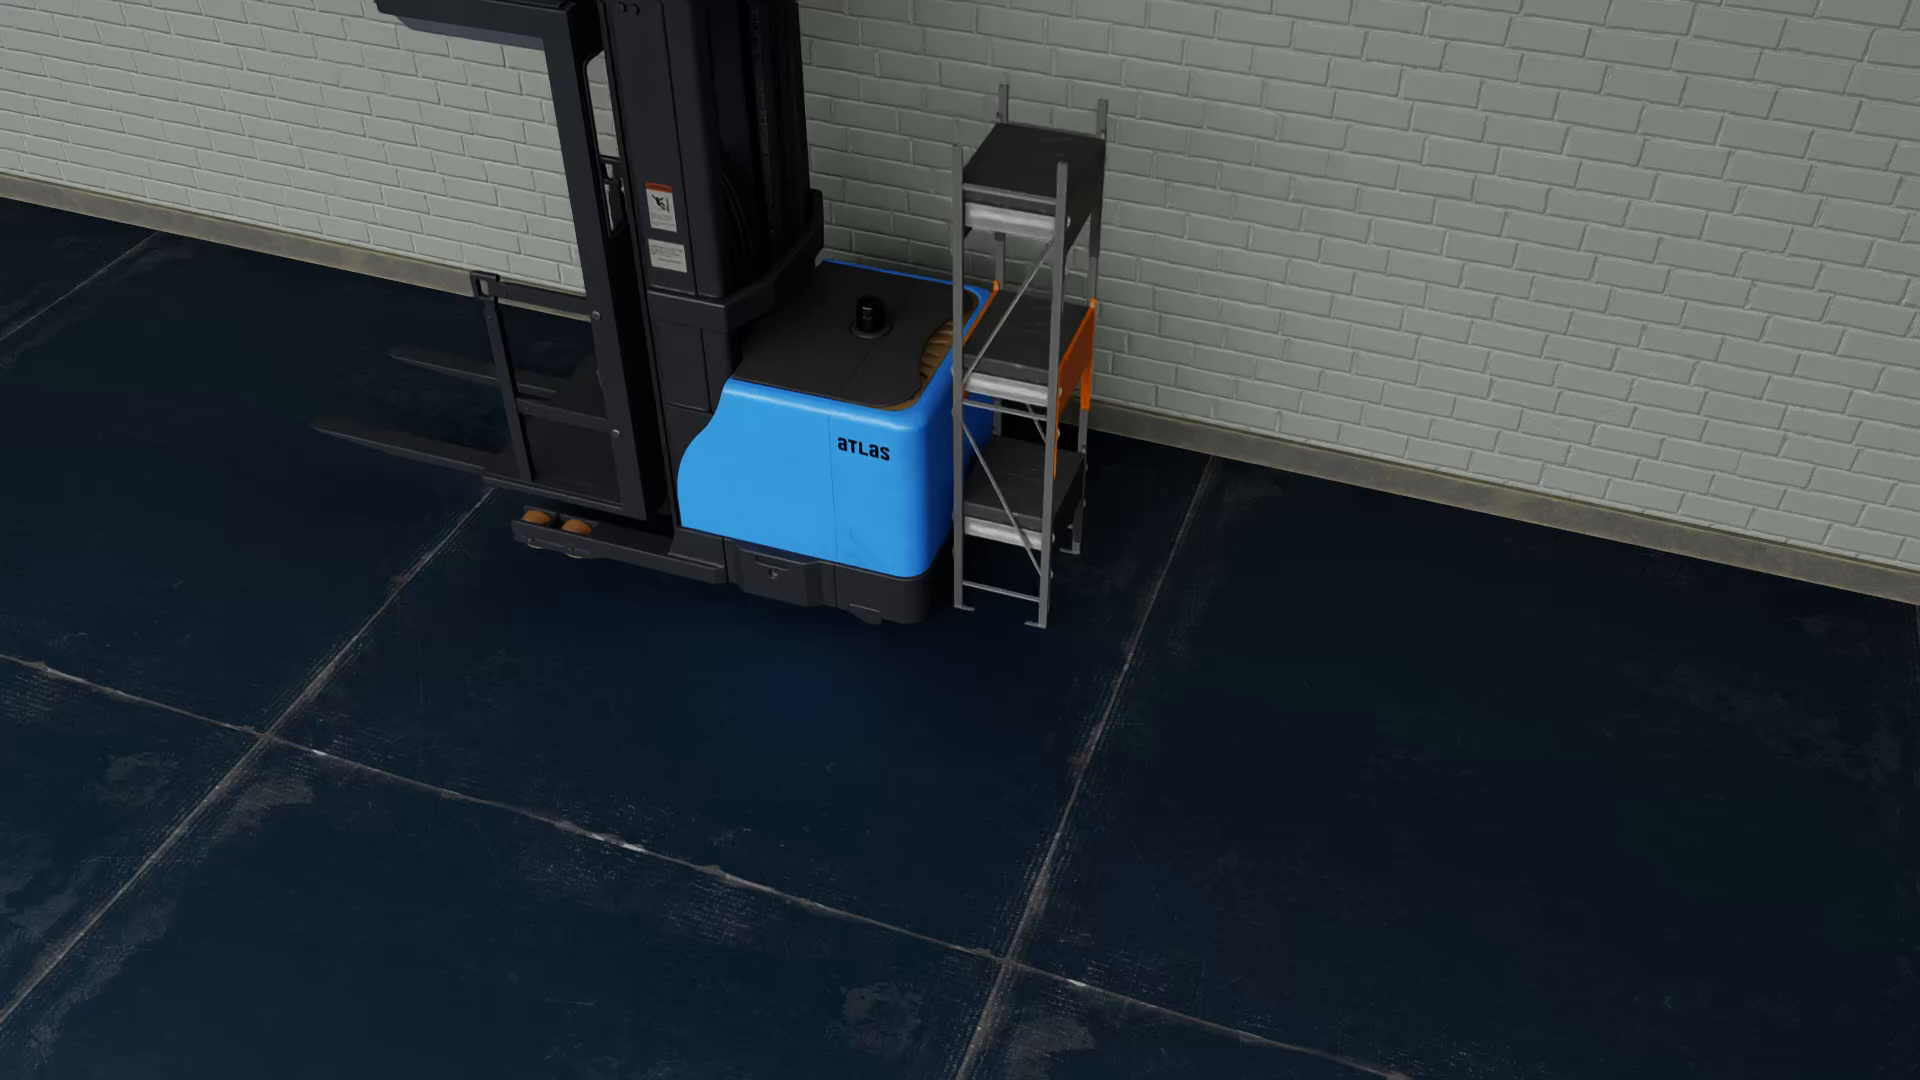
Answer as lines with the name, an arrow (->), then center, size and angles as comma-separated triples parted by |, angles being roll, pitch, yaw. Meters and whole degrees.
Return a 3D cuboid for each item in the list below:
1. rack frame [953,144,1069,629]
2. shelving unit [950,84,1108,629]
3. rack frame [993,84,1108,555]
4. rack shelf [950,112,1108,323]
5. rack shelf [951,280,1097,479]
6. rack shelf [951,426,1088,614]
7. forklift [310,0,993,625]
rack frame -> 0.166, -0.480, 6.195 | 0.400, 2.100, 0.015 | 13, 42, 15
shelving unit -> 0.247, -0.629, 6.370 | 0.431, 2.100, 0.503 | 13, 42, 15
rack frame -> 0.327, -0.779, 6.545 | 0.400, 2.100, 0.015 | 13, 42, 15
rack shelf -> 0.247, -1.152, 5.925 | 0.431, 0.518, 0.480 | 13, 42, 15
rack shelf -> 0.247, -0.619, 6.379 | 0.431, 0.518, 0.480 | 13, 42, 15
rack shelf -> 0.247, -0.087, 6.833 | 0.431, 0.518, 0.480 | 13, 42, 15
forklift -> -1.403, -1.346, 6.569 | 3.031, 2.935, 1.130 | 13, 42, 15
